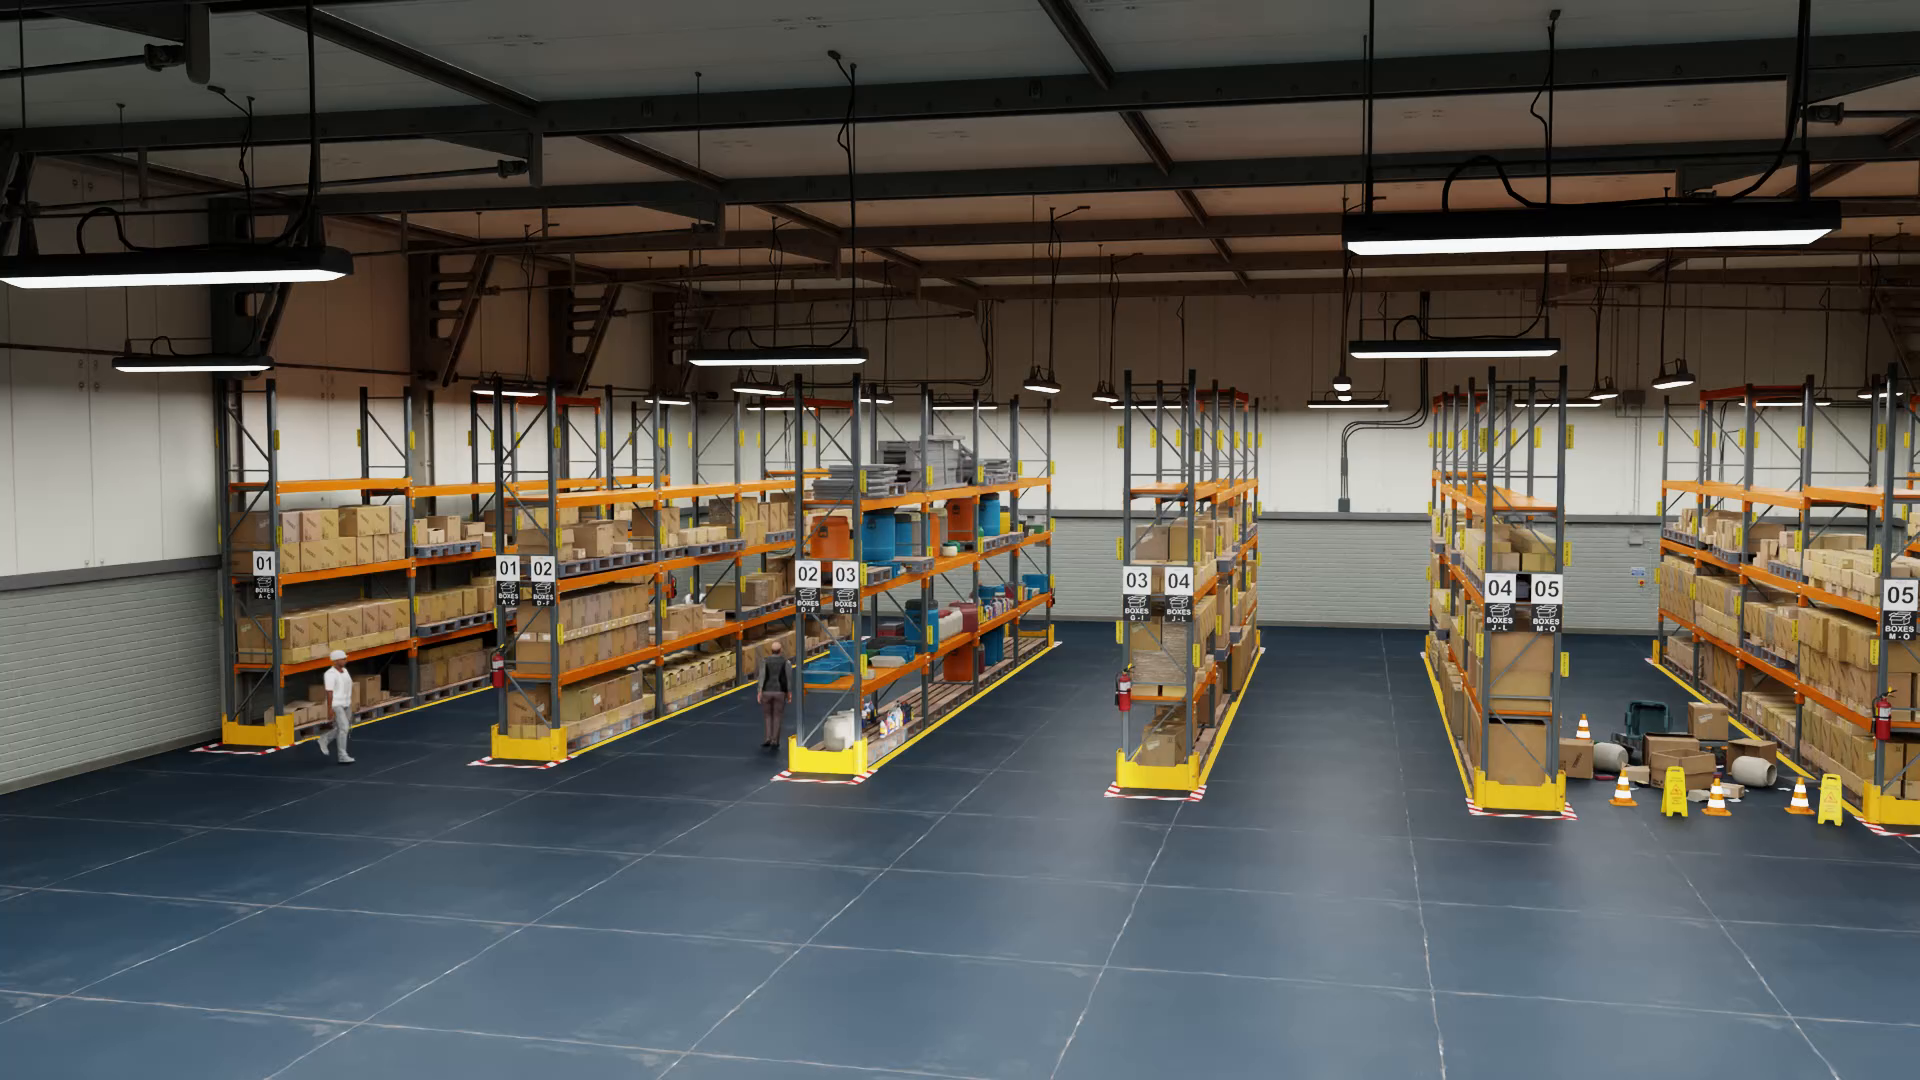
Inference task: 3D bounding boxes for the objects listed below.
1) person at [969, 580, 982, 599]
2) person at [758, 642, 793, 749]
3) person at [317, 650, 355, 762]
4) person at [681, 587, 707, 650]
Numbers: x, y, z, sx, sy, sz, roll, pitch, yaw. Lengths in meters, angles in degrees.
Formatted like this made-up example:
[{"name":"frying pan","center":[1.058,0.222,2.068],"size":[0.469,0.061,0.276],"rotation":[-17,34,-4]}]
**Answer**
[{"name":"person","center":[0.436,1.803,38.488],"size":[0.639,1.778,0.539],"rotation":[-2,4,-31]},{"name":"person","center":[-3.000,2.547,27.050],"size":[0.567,1.769,0.613],"rotation":[0,3,2]},{"name":"person","center":[-9.712,2.569,25.872],"size":[0.772,1.739,0.586],"rotation":[1,4,15]},{"name":"person","center":[-6.127,1.848,38.634],"size":[0.650,1.681,0.655],"rotation":[2,4,24]}]
